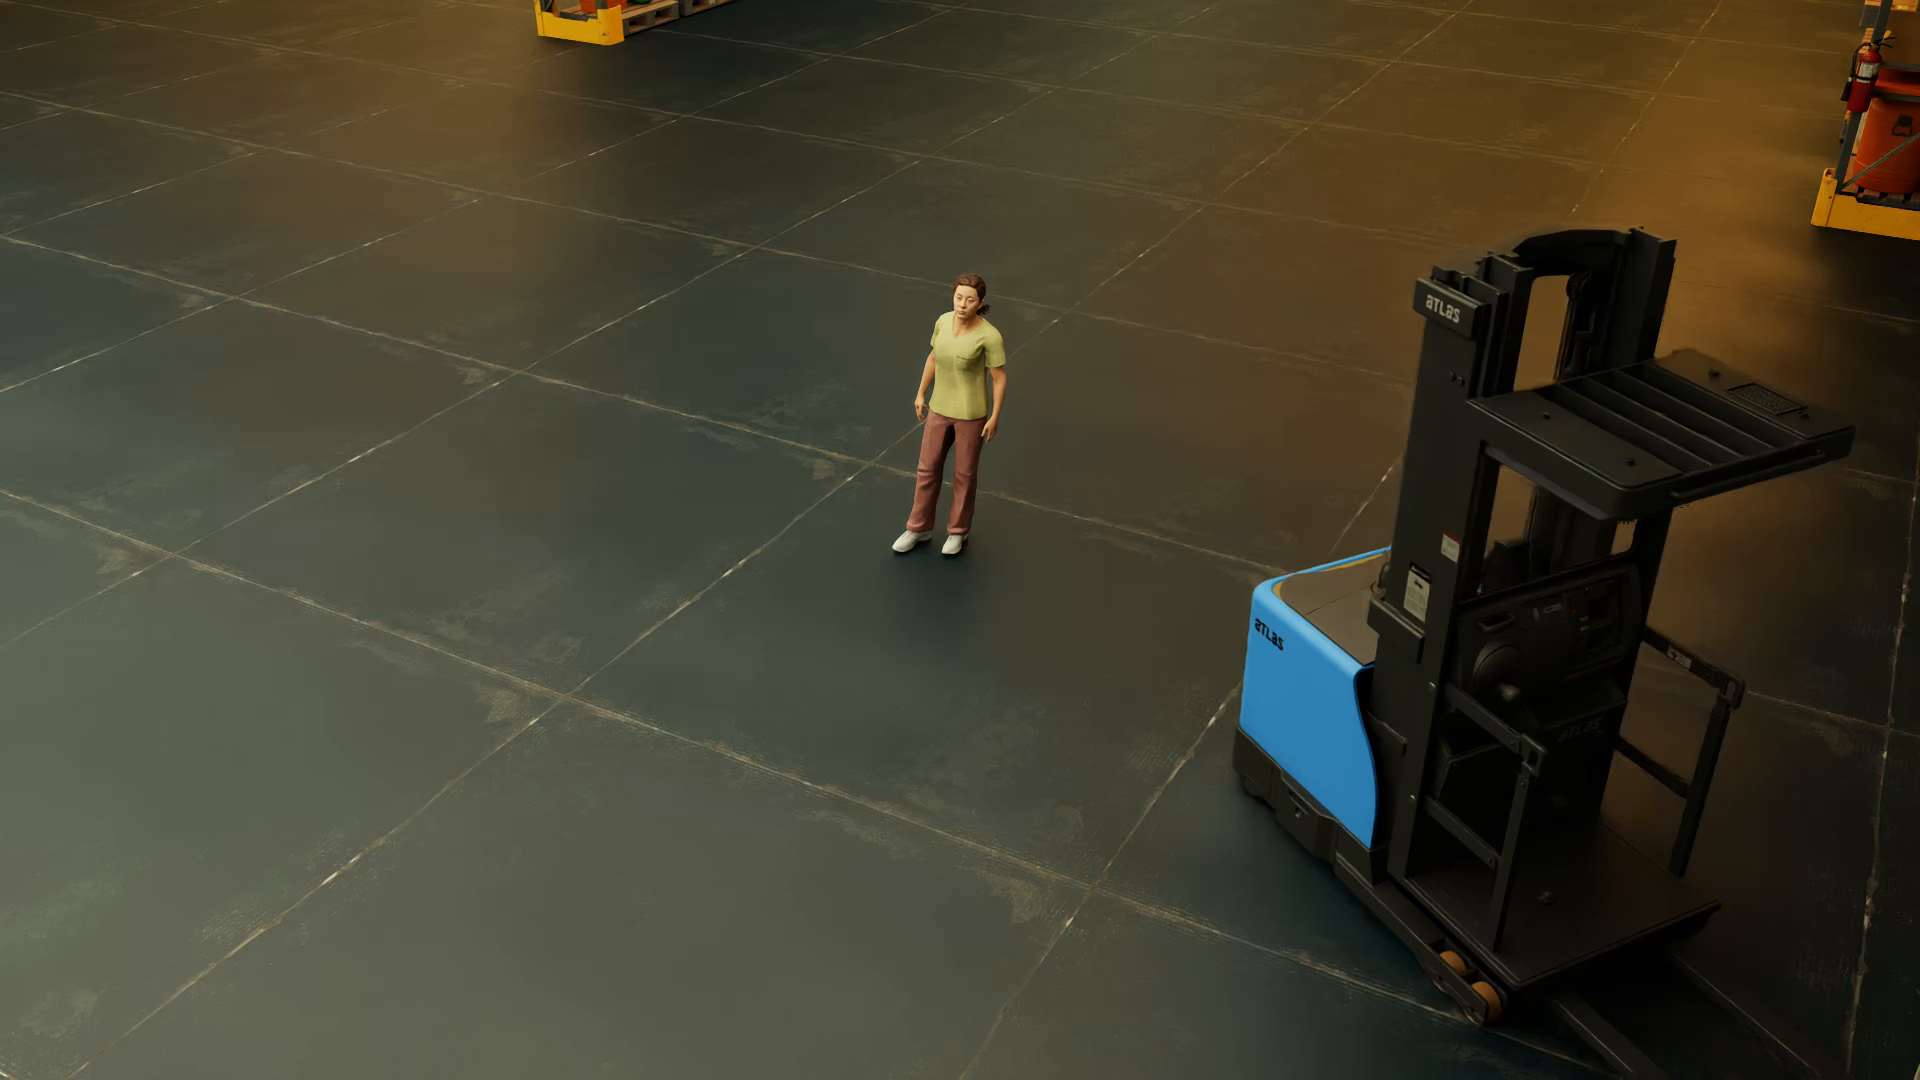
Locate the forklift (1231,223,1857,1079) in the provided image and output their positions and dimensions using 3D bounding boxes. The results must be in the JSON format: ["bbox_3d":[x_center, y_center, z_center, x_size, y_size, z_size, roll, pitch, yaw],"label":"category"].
[{"bbox_3d":[2.406,0.412,6.356,1.130,2.935,3.031,-14,33,-22],"label":"forklift"}]

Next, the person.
[{"bbox_3d":[-0.046,-0.697,9.532,0.553,1.661,0.548,15,33,25],"label":"person"}]
